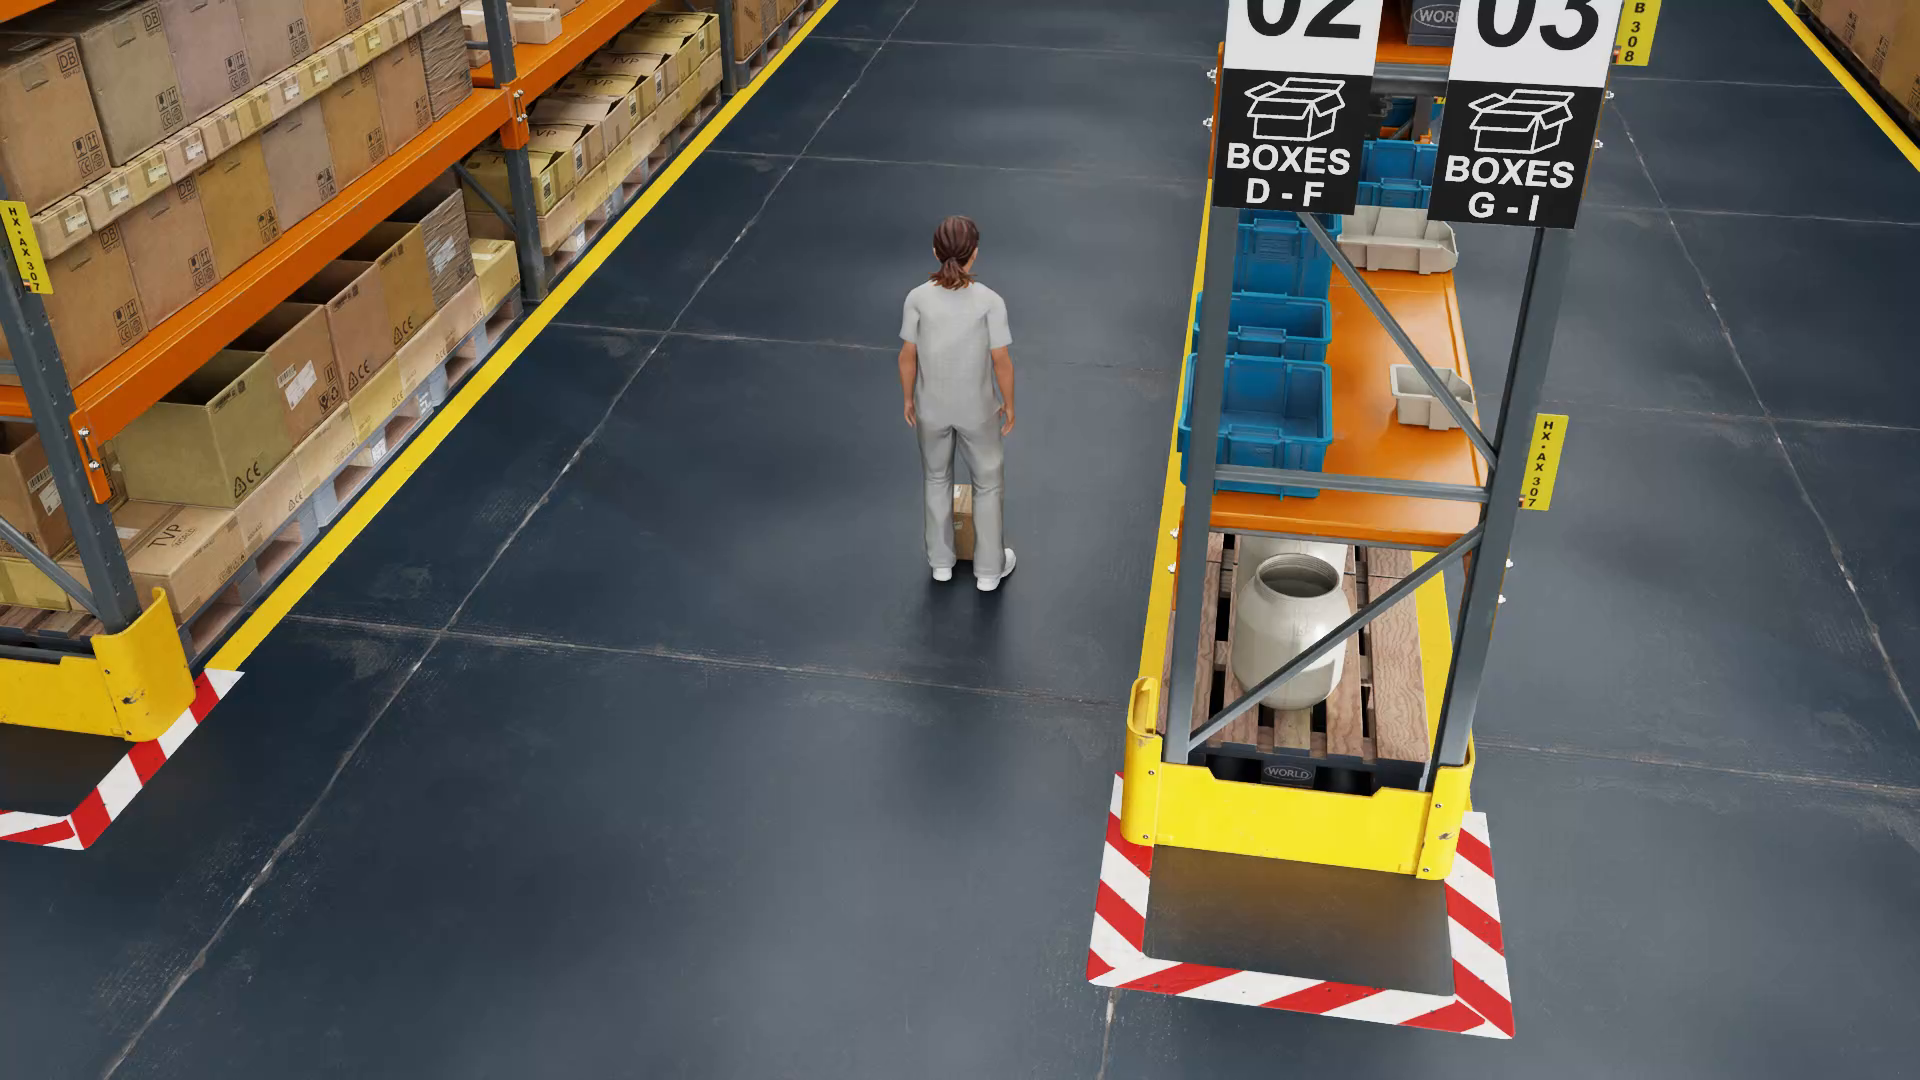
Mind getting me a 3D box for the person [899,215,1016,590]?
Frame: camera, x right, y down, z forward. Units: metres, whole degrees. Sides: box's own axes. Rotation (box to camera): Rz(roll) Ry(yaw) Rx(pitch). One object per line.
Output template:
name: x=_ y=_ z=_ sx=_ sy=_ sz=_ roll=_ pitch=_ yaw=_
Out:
person: x=-0.005 y=-0.563 z=7.022 sx=0.486 sy=1.673 sz=0.406 roll=5 pitch=33 yaw=8
